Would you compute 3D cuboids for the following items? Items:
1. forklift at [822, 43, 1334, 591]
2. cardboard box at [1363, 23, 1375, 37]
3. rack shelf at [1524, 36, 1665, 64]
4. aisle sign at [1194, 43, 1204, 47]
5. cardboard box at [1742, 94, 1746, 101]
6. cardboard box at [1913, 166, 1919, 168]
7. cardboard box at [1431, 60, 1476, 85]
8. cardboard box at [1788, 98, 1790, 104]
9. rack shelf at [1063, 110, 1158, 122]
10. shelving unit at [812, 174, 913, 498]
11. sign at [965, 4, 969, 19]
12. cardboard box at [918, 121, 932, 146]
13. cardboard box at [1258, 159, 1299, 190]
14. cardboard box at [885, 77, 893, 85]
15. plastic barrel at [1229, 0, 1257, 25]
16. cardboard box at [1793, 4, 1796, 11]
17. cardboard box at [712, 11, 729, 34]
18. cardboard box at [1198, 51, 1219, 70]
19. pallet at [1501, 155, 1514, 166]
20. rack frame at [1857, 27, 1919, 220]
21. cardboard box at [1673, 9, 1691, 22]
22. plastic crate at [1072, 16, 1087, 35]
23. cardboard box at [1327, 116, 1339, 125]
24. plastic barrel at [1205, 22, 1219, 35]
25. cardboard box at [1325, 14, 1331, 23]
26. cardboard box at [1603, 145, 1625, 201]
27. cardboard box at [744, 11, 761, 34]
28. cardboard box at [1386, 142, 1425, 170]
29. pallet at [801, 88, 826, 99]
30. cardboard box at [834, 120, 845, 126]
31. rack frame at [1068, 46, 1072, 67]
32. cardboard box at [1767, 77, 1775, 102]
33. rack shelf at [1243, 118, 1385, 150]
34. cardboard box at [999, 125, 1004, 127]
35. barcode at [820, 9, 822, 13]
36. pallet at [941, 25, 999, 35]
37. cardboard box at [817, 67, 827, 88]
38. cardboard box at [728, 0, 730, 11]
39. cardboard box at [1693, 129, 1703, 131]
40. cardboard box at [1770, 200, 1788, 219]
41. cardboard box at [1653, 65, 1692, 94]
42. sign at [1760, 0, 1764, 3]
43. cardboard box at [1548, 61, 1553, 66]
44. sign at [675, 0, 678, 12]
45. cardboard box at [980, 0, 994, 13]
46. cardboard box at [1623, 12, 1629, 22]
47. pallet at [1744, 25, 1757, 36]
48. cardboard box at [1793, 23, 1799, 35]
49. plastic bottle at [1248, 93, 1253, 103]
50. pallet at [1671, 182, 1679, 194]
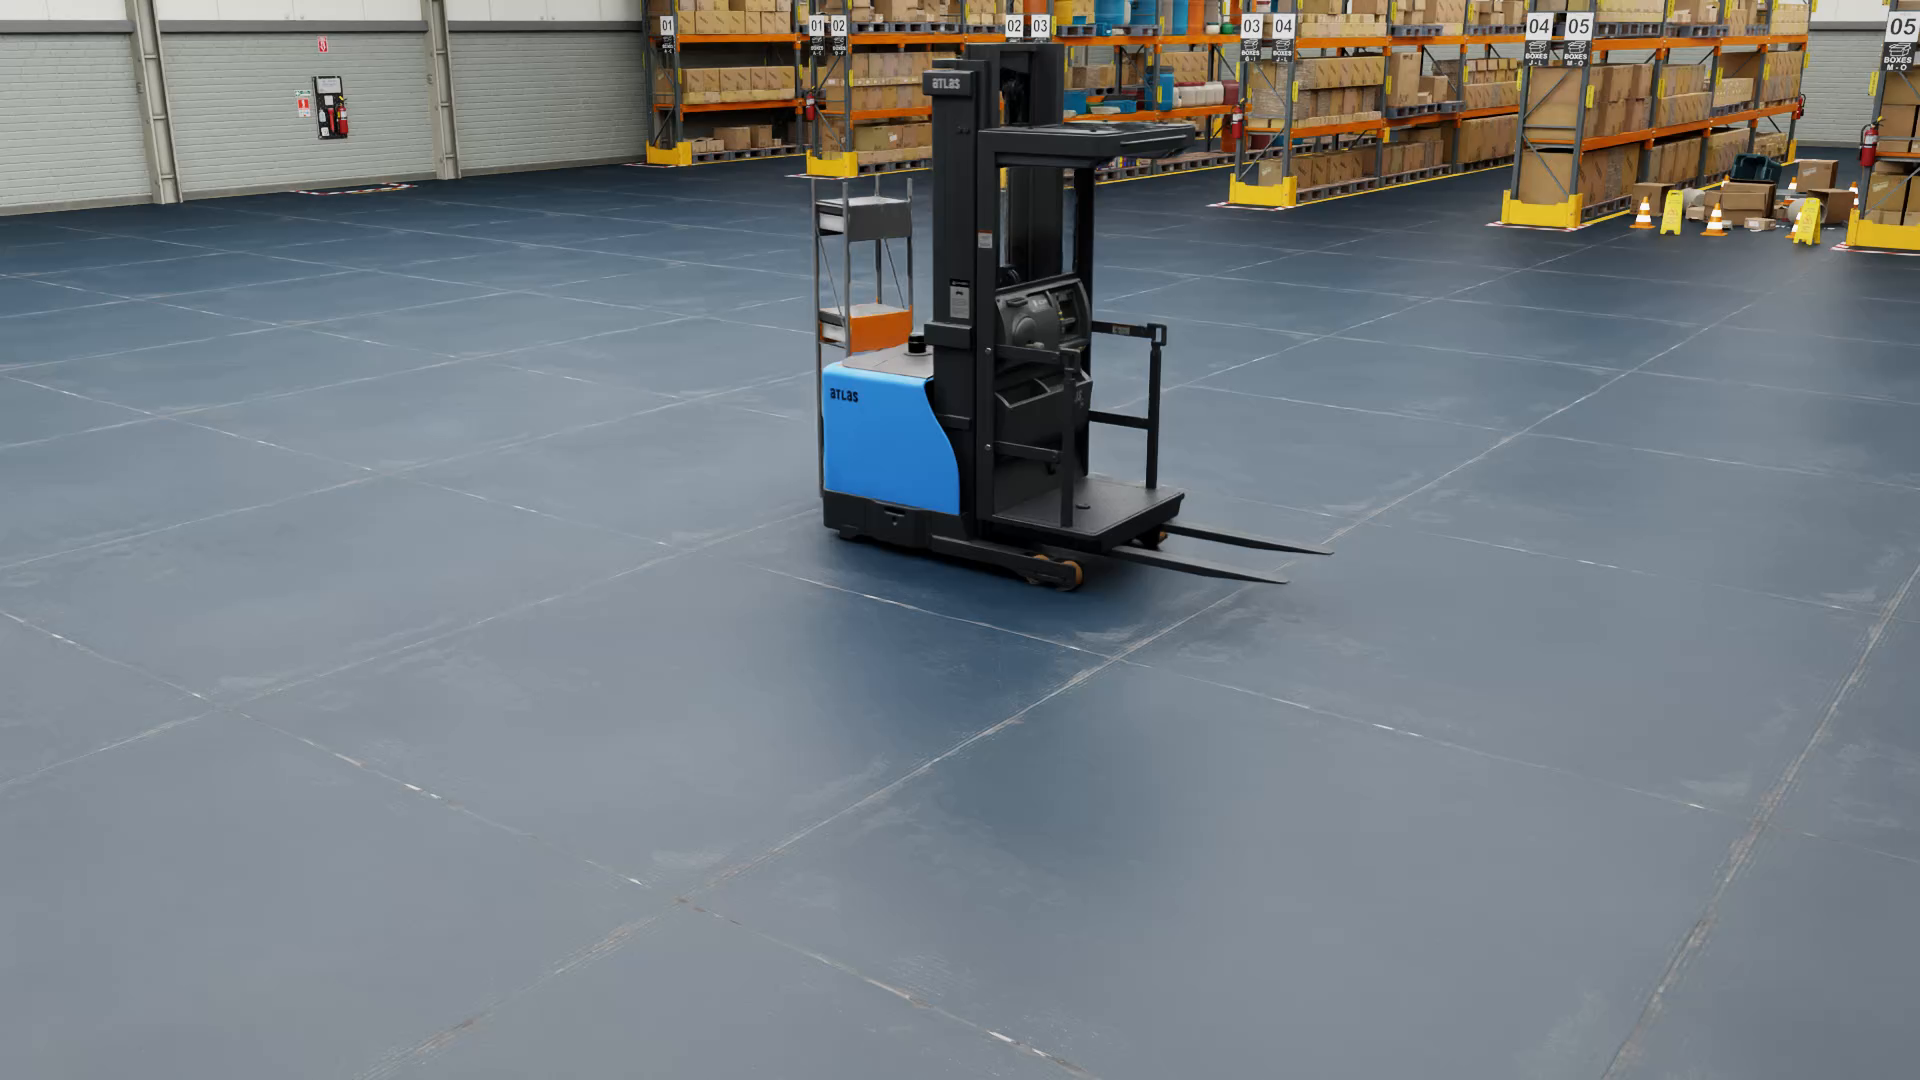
[{"bbox_3d":[0.656,-1.295,9.471,3.031,2.935,1.130,12,21,33],"label":"forklift"},{"bbox_3d":[7.286,-9.380,30.586,0.500,0.250,0.500,13,22,36],"label":"cardboard box"},{"bbox_3d":[10.399,-8.009,27.130,1.077,0.370,4.000,12,21,35],"label":"rack shelf"},{"bbox_3d":[6.668,-14.216,46.579,0.394,0.787,0.004,12,21,35],"label":"aisle sign"},{"bbox_3d":[15.975,-9.131,34.306,0.380,0.149,0.250,12,21,35],"label":"cardboard box"},{"bbox_3d":[14.438,-5.445,25.384,0.500,0.500,0.500,14,22,37],"label":"cardboard box"},{"bbox_3d":[10.499,-9.947,35.358,0.797,0.503,0.637,13,22,37],"label":"cardboard box"},{"bbox_3d":[18.457,-9.891,37.462,0.380,0.149,0.250,12,21,34],"label":"cardboard box"},{"bbox_3d":[2.498,-8.352,33.293,1.077,0.370,4.000,12,21,35],"label":"rack shelf"},{"bbox_3d":[-0.624,-1.292,10.861,0.503,2.100,0.431,-12,21,-35],"label":"shelving unit"},{"bbox_3d":[0.160,-11.667,36.694,0.100,0.325,0.005,12,21,35],"label":"sign"},{"bbox_3d":[-0.695,-9.027,36.919,0.500,0.500,0.500,12,21,35],"label":"cardboard box"},{"bbox_3d":[5.669,-6.496,29.612,0.500,0.500,0.500,-15,23,-40],"label":"cardboard box"},{"bbox_3d":[-1.649,-9.754,35.334,0.380,0.149,0.250,12,21,33],"label":"cardboard box"},{"bbox_3d":[6.413,-12.097,37.651,0.600,0.830,0.708,12,21,35],"label":"plastic barrel"},{"bbox_3d":[17.990,-11.614,36.264,0.380,0.149,0.250,13,21,36],"label":"cardboard box"},{"bbox_3d":[-5.596,-11.741,37.734,0.500,0.500,0.500,14,22,37],"label":"cardboard box"},{"bbox_3d":[6.819,-13.277,46.085,0.500,0.500,0.500,12,21,34],"label":"cardboard box"},{"bbox_3d":[12.035,-8.673,37.817,1.003,0.211,1.213,12,21,35],"label":"pallet"},{"bbox_3d":[13.243,-5.593,23.195,1.000,3.000,0.127,12,21,35],"label":"rack frame"},{"bbox_3d":[12.875,-9.421,29.815,0.396,0.266,0.258,12,21,35],"label":"cardboard box"},{"bbox_3d":[2.200,-10.151,32.844,0.392,0.384,0.575,12,21,35],"label":"plastic crate"},{"bbox_3d":[6.617,-7.590,30.050,0.380,0.149,0.250,12,21,35],"label":"cardboard box"},{"bbox_3d":[5.502,-11.147,36.256,0.301,0.262,0.301,0,17,0],"label":"plastic barrel"},{"bbox_3d":[6.285,-9.156,29.192,0.380,0.149,0.250,12,21,35],"label":"cardboard box"},{"bbox_3d":[10.625,-6.229,28.119,0.875,0.875,0.875,13,21,35],"label":"cardboard box"},{"bbox_3d":[-4.981,-11.991,38.540,0.500,0.500,0.500,11,21,33],"label":"cardboard box"},{"bbox_3d":[9.015,-7.832,33.879,0.700,0.500,0.500,15,23,39],"label":"cardboard box"},{"bbox_3d":[-3.695,-10.987,40.890,1.003,0.211,1.213,12,21,35],"label":"pallet"},{"bbox_3d":[-3.238,-10.363,42.030,0.700,0.500,0.500,13,21,35],"label":"cardboard box"},{"bbox_3d":[2.883,-13.780,49.561,1.000,3.000,0.127,12,21,35],"label":"rack frame"},{"bbox_3d":[17.143,-9.684,35.699,0.500,0.500,0.500,12,21,35],"label":"cardboard box"},{"bbox_3d":[6.475,-7.477,30.475,1.077,0.370,4.000,12,21,35],"label":"rack shelf"},{"bbox_3d":[1.075,-9.624,39.159,0.500,0.311,0.500,13,22,36],"label":"cardboard box"},{"bbox_3d":[-2.877,-10.962,34.449,0.001,0.075,0.075,12,21,35],"label":"barcode"},{"bbox_3d":[0.229,-11.601,37.809,0.805,0.209,1.217,11,21,33],"label":"pallet"},{"bbox_3d":[-3.598,-11.427,41.073,0.700,0.500,0.500,15,23,40],"label":"cardboard box"},{"bbox_3d":[-5.670,-12.450,38.330,0.500,0.500,0.500,12,21,35],"label":"cardboard box"},{"bbox_3d":[15.082,-8.289,34.120,0.500,0.250,0.500,13,22,37],"label":"cardboard box"},{"bbox_3d":[13.417,-5.425,27.265,0.258,0.266,0.396,-1,17,-3],"label":"cardboard box"},{"bbox_3d":[13.094,-8.525,30.785,0.700,0.500,0.500,12,21,34],"label":"cardboard box"},{"bbox_3d":[18.304,-12.200,37.940,0.100,0.325,0.005,12,21,35],"label":"sign"},{"bbox_3d":[13.530,-10.940,38.902,0.500,0.500,0.500,12,21,33],"label":"cardboard box"},{"bbox_3d":[-6.215,-11.724,36.407,0.100,0.325,0.005,12,21,35],"label":"sign"},{"bbox_3d":[0.433,-12.247,37.846,0.500,0.500,0.500,15,23,40],"label":"cardboard box"},{"bbox_3d":[10.421,-8.330,26.498,0.380,0.149,0.250,12,21,34],"label":"cardboard box"},{"bbox_3d":[15.288,-10.268,33.511,1.213,0.211,1.003,12,21,35],"label":"pallet"},{"bbox_3d":[18.077,-11.221,36.516,0.500,0.250,0.500,14,22,37],"label":"cardboard box"},{"bbox_3d":[6.590,-10.111,37.955,0.152,0.276,0.135,12,21,35],"label":"plastic bottle"},{"bbox_3d":[12.716,-6.553,30.990,1.003,0.211,1.213,12,21,35],"label":"pallet"}]
